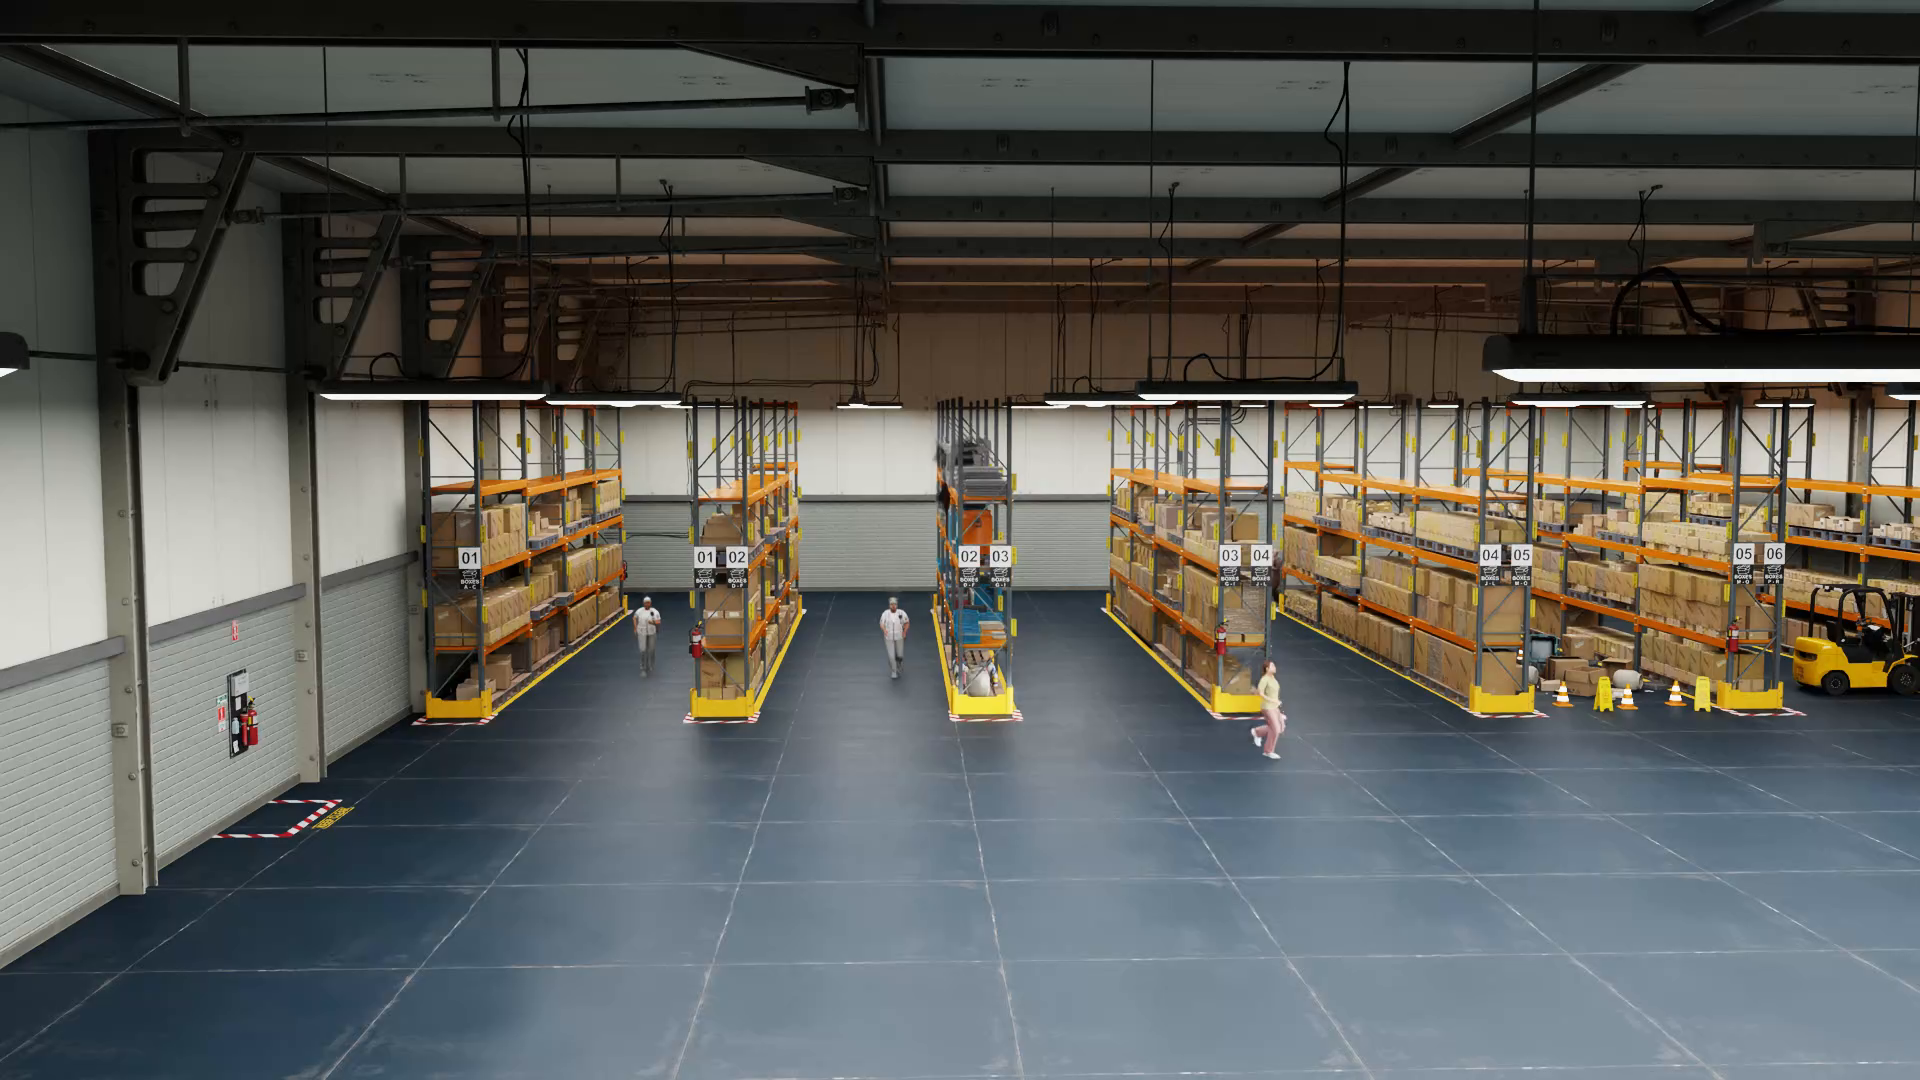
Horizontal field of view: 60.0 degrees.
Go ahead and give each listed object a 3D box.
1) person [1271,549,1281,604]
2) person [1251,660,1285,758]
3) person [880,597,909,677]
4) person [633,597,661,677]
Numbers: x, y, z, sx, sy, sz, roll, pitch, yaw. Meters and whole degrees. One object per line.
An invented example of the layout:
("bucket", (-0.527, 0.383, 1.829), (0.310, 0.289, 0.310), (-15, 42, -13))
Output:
("person", (9.238, 1.083, 48.948), (0.697, 1.696, 0.841), (-1, 5, -13))
("person", (5.092, 2.789, 27.569), (0.579, 1.634, 0.610), (3, 5, 30))
("person", (-1.406, 2.094, 35.650), (0.638, 1.737, 0.564), (0, 4, -1))
("person", (-6.813, 2.097, 36.209), (0.575, 1.726, 0.756), (-1, 5, -13))
